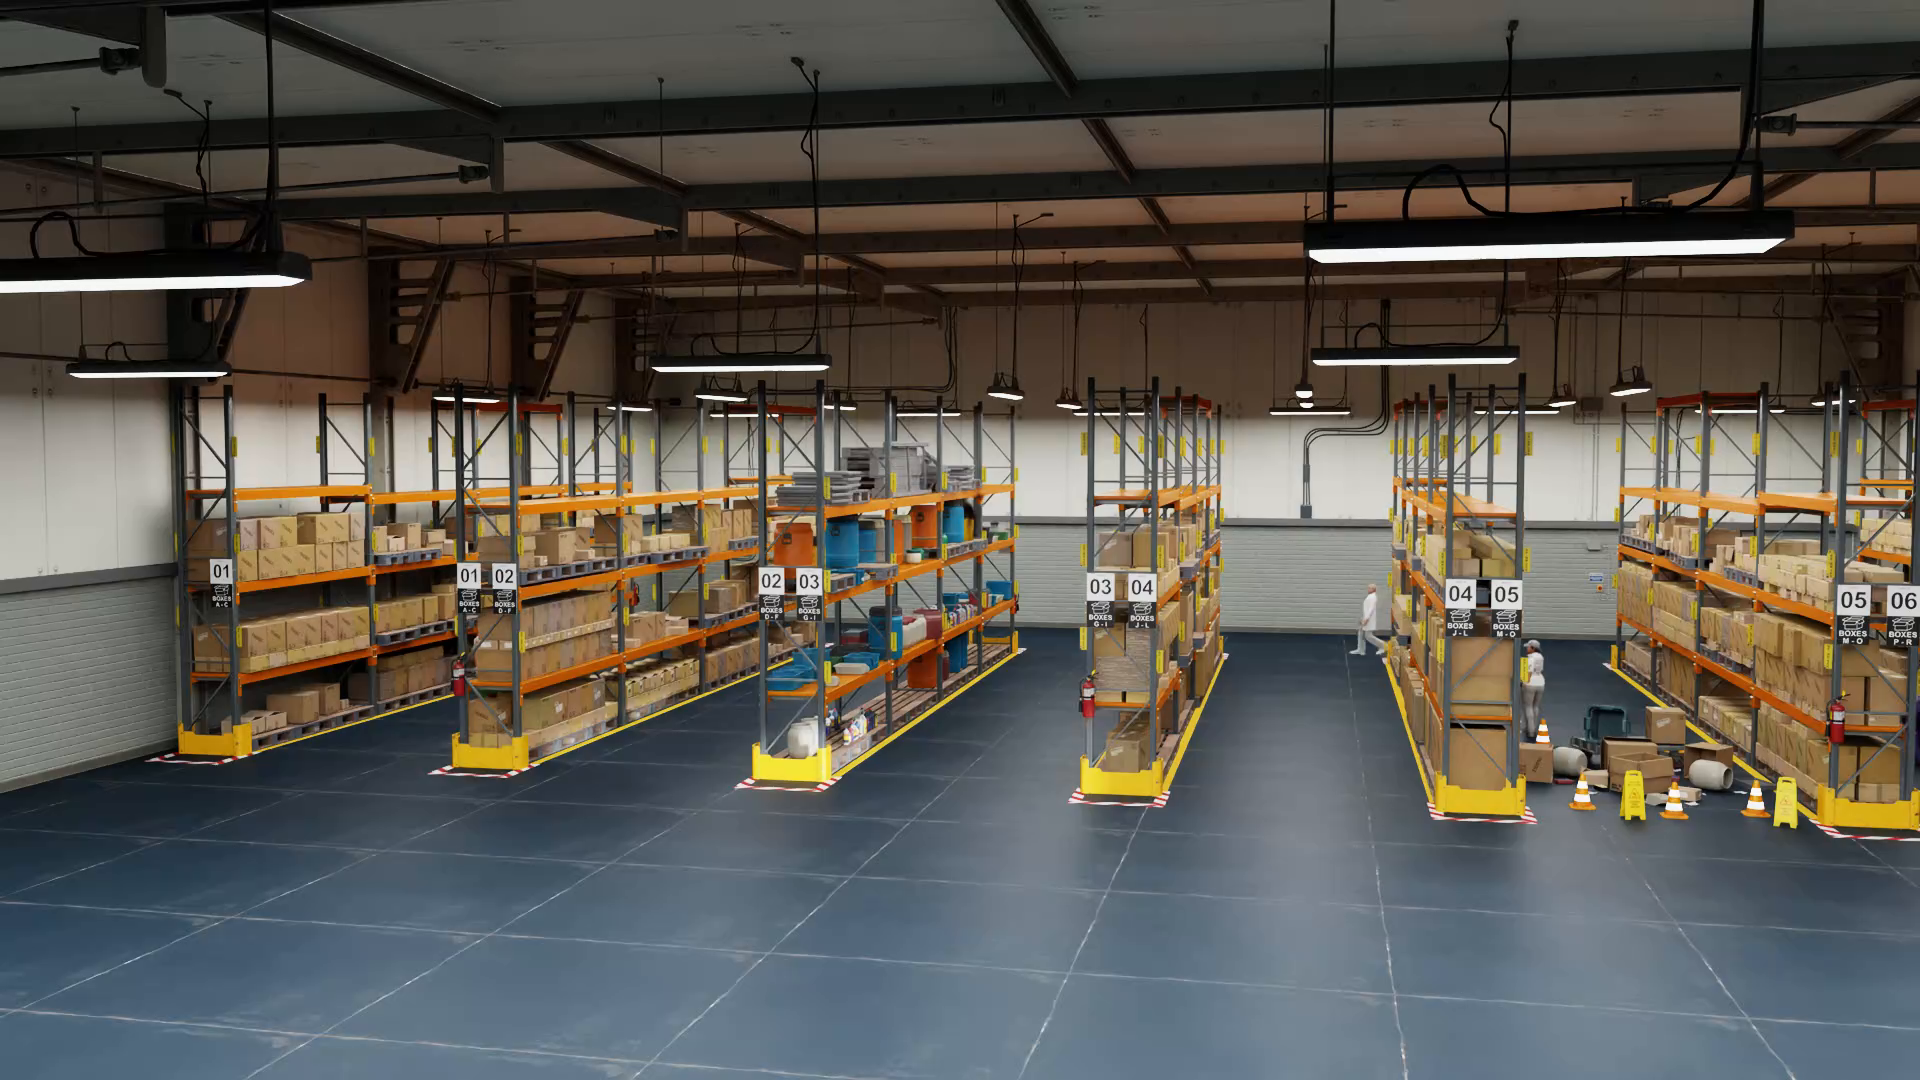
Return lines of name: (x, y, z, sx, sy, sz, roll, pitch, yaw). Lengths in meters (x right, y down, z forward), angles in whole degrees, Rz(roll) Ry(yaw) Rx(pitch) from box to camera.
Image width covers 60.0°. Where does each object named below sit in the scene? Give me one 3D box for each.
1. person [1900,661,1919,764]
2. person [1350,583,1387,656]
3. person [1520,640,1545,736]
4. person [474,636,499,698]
person: (15.113, 2.762, 26.362, 0.635, 1.654, 0.806, 1, 3, 10)
person: (9.782, 1.903, 39.691, 0.923, 1.743, 0.696, 1, 3, 15)
person: (9.926, 2.561, 28.954, 0.507, 1.660, 0.563, -2, 4, -25)
person: (-8.814, 2.378, 30.993, 0.511, 1.795, 0.624, 2, 4, 25)
